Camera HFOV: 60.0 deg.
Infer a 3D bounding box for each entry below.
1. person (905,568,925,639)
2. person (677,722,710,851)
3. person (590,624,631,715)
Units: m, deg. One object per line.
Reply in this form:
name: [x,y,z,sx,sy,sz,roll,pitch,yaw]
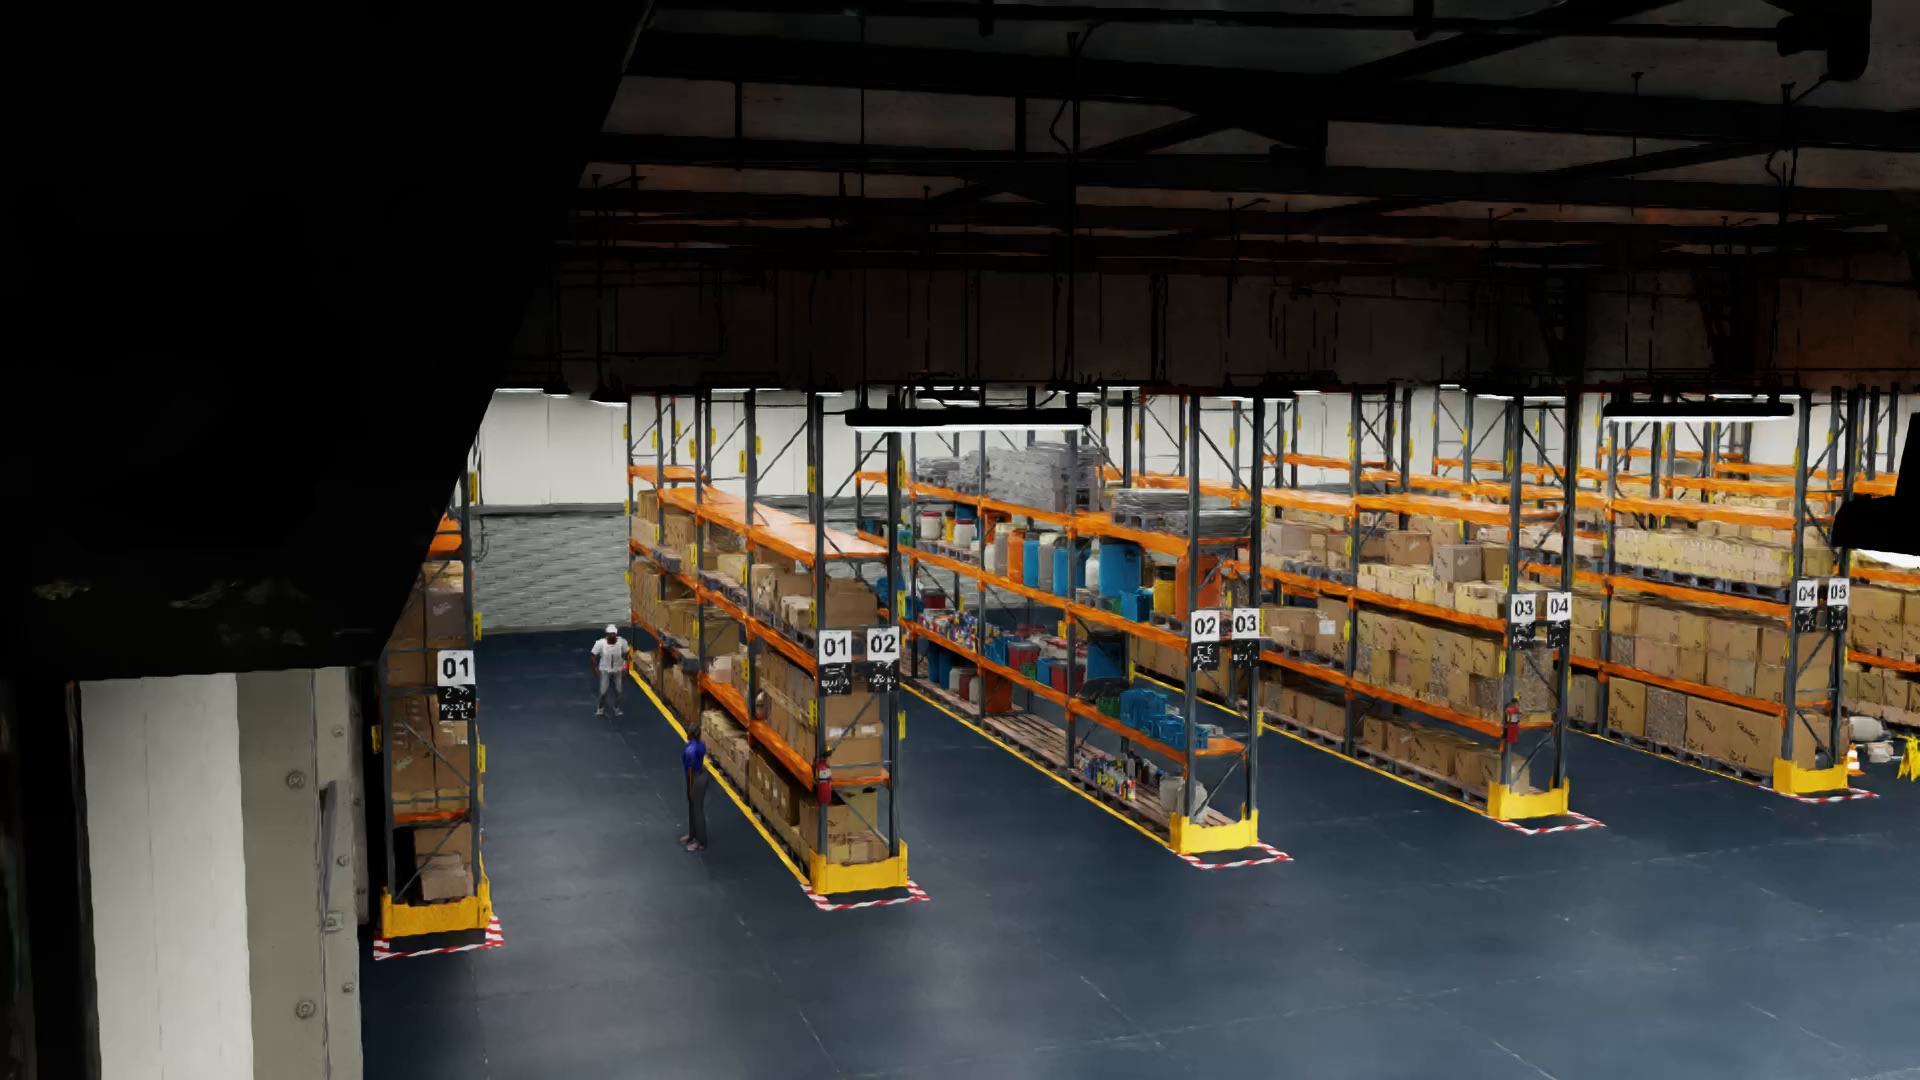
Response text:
person: [-1.015,1.465,39.008,0.553,1.667,0.682,2,6,18]
person: [-3.538,3.231,21.973,0.463,1.662,0.498,1,6,10]
person: [-6.355,2.363,30.278,0.719,1.714,0.578,-2,6,-20]
